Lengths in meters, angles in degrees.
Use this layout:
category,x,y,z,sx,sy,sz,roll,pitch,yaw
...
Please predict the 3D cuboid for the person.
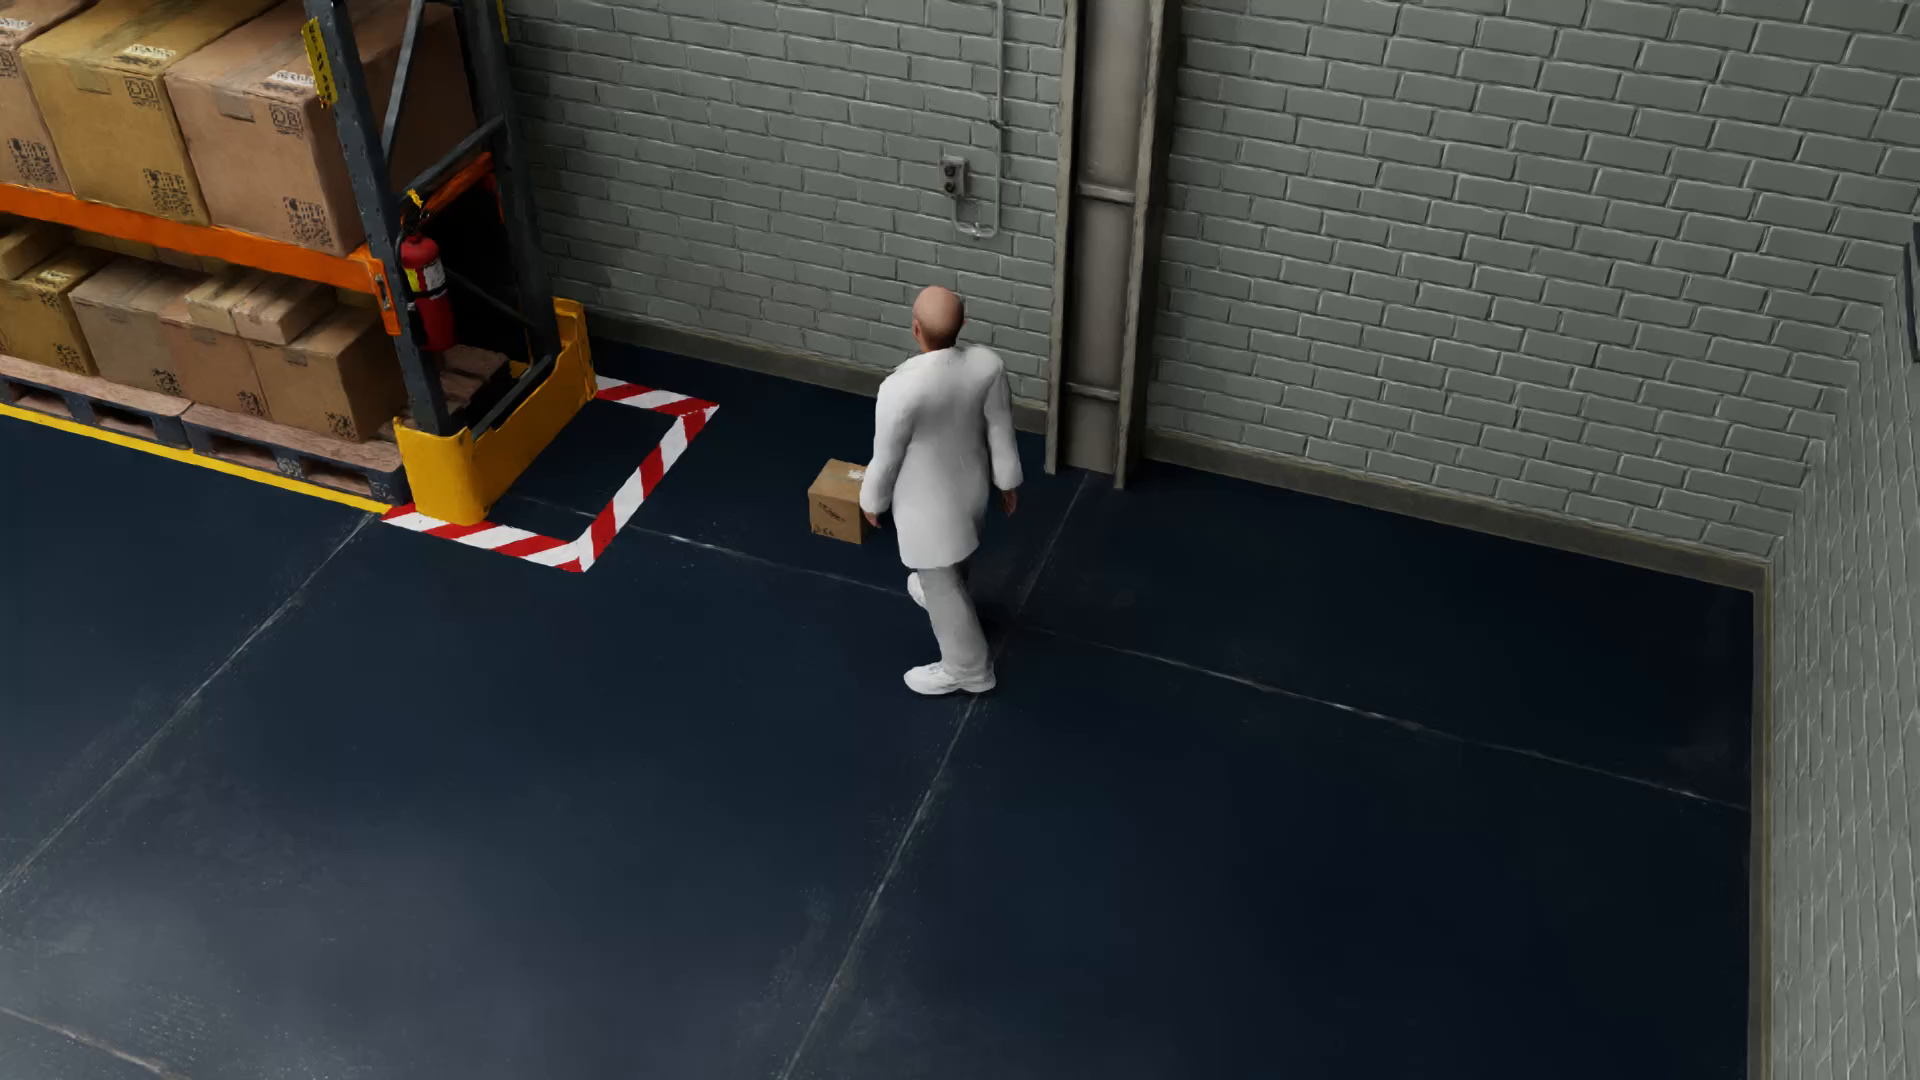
category,x,y,z,sx,sy,sz,roll,pitch,yaw
person,-0.117,-0.210,6.400,0.596,1.770,0.725,-31,49,-30
